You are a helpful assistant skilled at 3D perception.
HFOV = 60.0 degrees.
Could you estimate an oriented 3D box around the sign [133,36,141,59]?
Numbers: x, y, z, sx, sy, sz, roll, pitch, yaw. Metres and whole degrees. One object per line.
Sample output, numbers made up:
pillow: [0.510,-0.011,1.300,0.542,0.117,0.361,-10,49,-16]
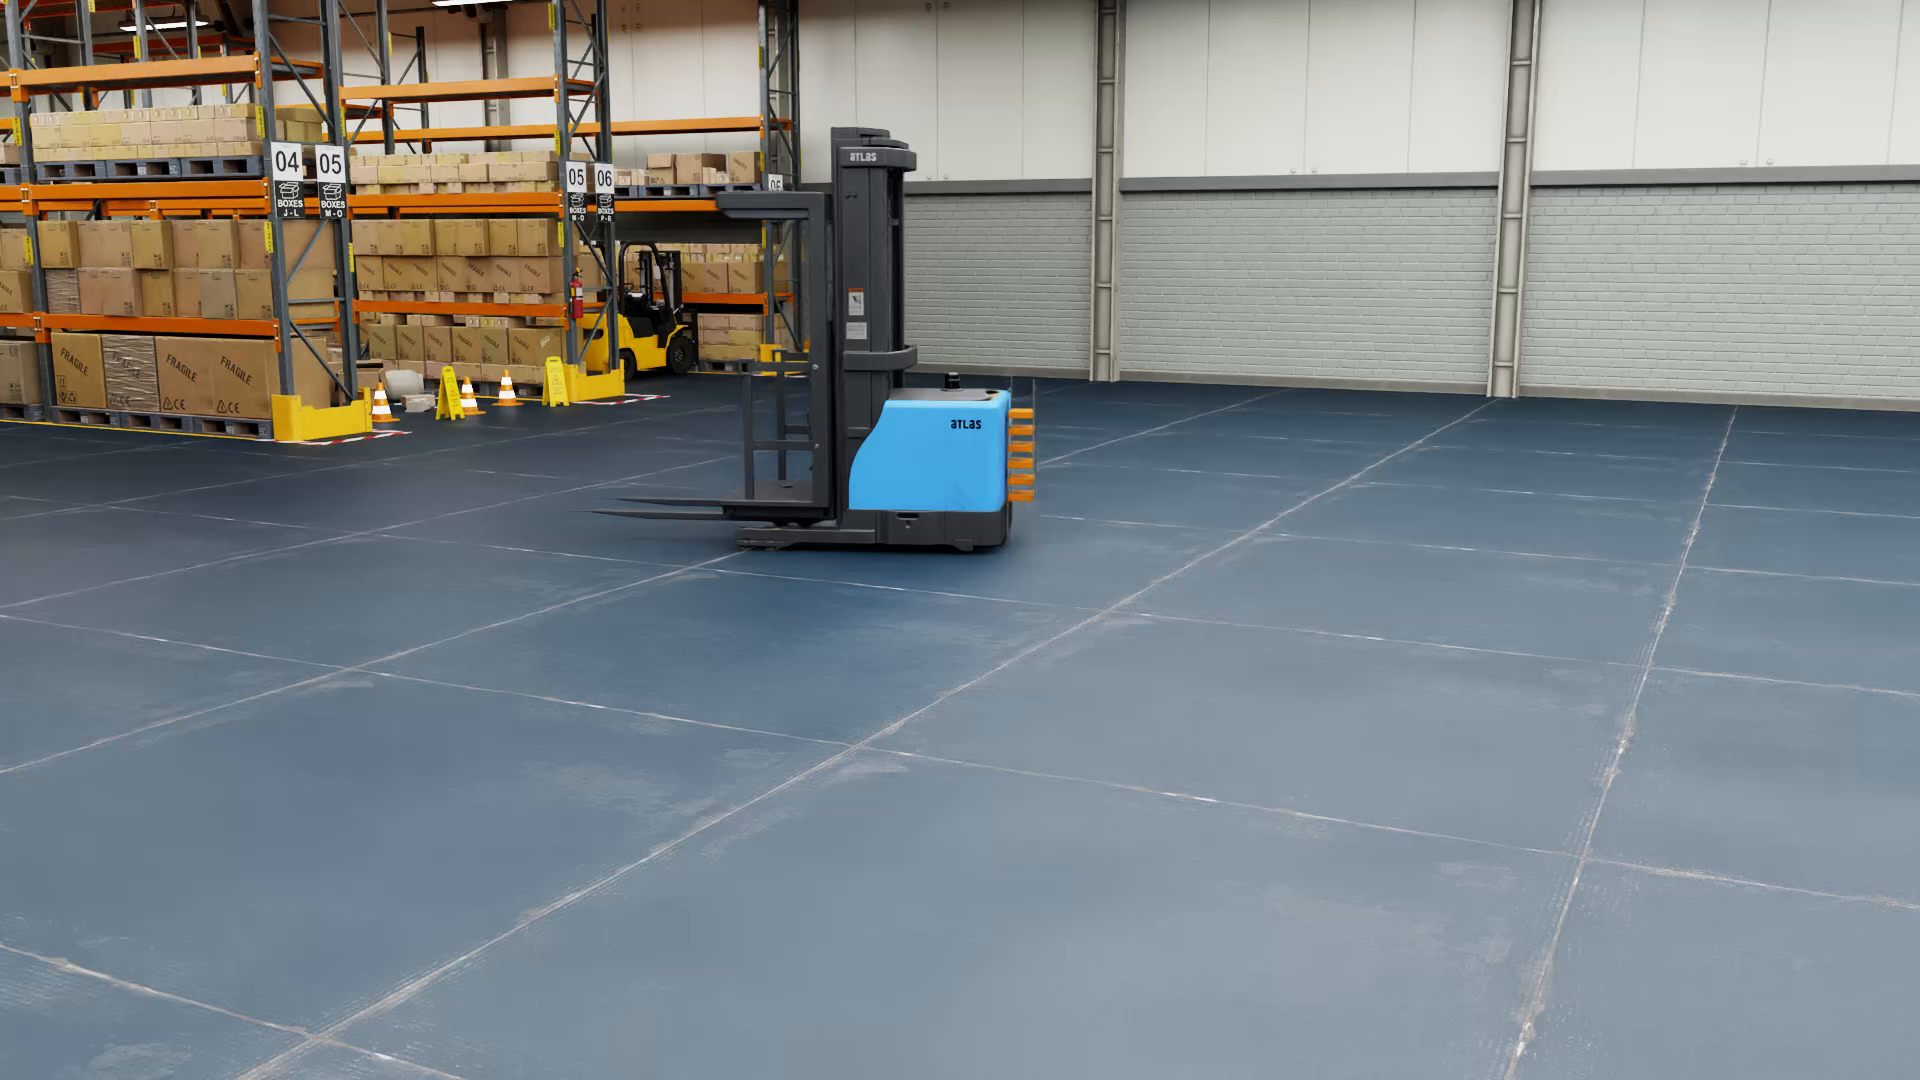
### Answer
sign: [-12.500,-7.486,25.259,0.005,0.325,0.100,5,11,26]

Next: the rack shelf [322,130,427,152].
rack shelf: [-11.858,-7.437,31.199,4.000,0.370,1.077,5,11,26]

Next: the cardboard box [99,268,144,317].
cardboard box: [-9.498,-2.917,19.506,0.550,0.550,0.875,5,11,26]

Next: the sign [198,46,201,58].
sign: [-12.026,-7.624,26.240,0.005,0.325,0.100,5,11,26]

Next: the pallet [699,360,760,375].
pallet: [-3.595,-2.930,27.824,1.213,0.211,1.003,5,11,26]

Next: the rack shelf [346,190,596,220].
rack shelf: [-6.877,-4.735,23.566,4.000,0.370,1.077,5,11,26]

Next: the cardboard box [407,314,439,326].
cardboard box: [-7.713,-3.163,23.898,0.250,0.149,0.380,6,12,28]

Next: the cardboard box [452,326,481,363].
cardboard box: [-6.836,-2.781,23.608,0.500,0.500,0.500,5,11,24]

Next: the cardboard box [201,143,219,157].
cardboard box: [-8.087,-4.277,18.262,0.250,0.149,0.380,5,11,27]

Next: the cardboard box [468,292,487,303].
cardboard box: [-6.691,-3.416,23.390,0.250,0.149,0.380,5,11,25]

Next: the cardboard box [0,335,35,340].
cardboard box: [-12.230,-2.183,21.005,0.750,0.750,1.050,5,11,26]

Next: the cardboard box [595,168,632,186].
cardboard box: [-5.839,-6.147,28.139,0.500,0.311,0.500,5,12,27]

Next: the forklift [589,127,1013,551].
forklift: [-1.163,-1.456,12.045,3.031,2.935,1.130,1,10,7]

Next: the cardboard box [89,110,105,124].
cardboard box: [-9.679,-4.809,18.965,0.250,0.149,0.380,5,11,26]

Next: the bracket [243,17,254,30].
bracket: [-13.662,-10.026,32.254,0.430,0.232,0.235,5,11,26]

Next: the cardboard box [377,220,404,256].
cardboard box: [-7.923,-4.345,23.891,0.500,0.500,0.700,5,11,26]

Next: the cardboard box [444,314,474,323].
cardboard box: [-8.922,-3.815,30.376,0.625,0.625,0.875,5,12,28]

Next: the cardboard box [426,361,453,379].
cardboard box: [-7.300,-2.453,23.901,0.500,0.250,0.500,5,11,25]

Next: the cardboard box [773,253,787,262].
cardboard box: [-3.080,-4.685,27.590,0.250,0.149,0.380,5,11,24]

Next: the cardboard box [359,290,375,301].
cardboard box: [-8.530,-3.571,24.242,0.250,0.149,0.380,5,11,26]

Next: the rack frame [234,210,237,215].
rack frame: [-13.652,-5.194,32.505,0.127,3.000,1.000,5,11,26]

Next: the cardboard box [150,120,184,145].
cardboard box: [-8.643,-4.534,18.564,0.500,0.250,0.500,5,11,25]

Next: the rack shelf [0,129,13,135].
rack shelf: [-17.638,-6.960,28.559,4.000,0.370,1.077,5,11,26]

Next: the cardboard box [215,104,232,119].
cardboard box: [-7.858,-4.649,18.081,0.250,0.149,0.380,5,11,26]

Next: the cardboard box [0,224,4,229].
cardboard box: [-16.262,-5.235,27.820,0.250,0.149,0.380,5,11,25]

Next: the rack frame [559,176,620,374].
rack frame: [-5.083,-3.455,22.898,0.127,3.000,1.000,5,11,26]

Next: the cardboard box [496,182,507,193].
cardboard box: [-6.185,-4.862,22.956,0.250,0.149,0.380,5,11,26]

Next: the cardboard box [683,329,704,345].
cardboard box: [-4.382,-3.415,27.813,0.500,0.250,0.500,5,11,25]

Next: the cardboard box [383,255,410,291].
cardboard box: [-7.939,-3.851,23.969,0.500,0.500,0.500,5,11,26]

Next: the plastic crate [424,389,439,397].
plastic crate: [-7.625,-2.079,23.493,0.583,0.080,0.402,1,10,6]

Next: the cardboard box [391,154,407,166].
cardboard box: [-7.830,-5.375,23.550,0.250,0.149,0.380,5,11,25]

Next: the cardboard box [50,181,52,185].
cardboard box: [-14.865,-5.813,26.979,0.250,0.166,0.380,4,11,22]

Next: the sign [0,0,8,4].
sign: [-10.999,-6.335,19.119,0.005,0.325,0.100,5,11,26]

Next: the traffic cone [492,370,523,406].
traffic cone: [-6.040,-2.035,22.173,0.334,0.463,0.336,5,11,26]

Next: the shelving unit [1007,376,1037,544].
shelving unit: [0.449,-0.582,12.076,0.189,1.200,0.258,1,10,7]

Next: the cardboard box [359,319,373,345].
cardboard box: [-10.983,-3.895,31.170,0.500,0.500,0.500,5,11,25]

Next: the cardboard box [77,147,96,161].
cardboard box: [-9.913,-4.437,19.148,0.250,0.149,0.380,5,11,25]

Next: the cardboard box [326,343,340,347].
cardboard box: [-9.788,-2.781,25.373,0.625,0.372,0.950,6,12,29]

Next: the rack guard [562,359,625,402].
rack guard: [-5.151,-2.231,23.154,0.348,0.500,1.175,5,11,26]

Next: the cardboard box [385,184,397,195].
cardboard box: [-8.018,-5.028,23.869,0.250,0.149,0.380,5,11,26]

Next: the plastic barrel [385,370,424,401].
plastic barrel: [-7.605,-2.108,22.691,0.512,0.421,0.421,-4,11,-23]

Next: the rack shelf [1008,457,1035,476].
rack shelf: [0.449,-0.538,12.084,0.180,0.103,0.258,1,10,7]

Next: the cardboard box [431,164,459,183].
cardboard box: [-7.033,-5.120,23.263,0.500,0.250,0.500,5,11,26]

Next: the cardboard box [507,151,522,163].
cardboard box: [-5.968,-5.223,22.710,0.250,0.149,0.380,5,11,25]

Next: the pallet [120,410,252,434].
pallet: [-9.024,-1.431,19.546,1.213,0.211,1.003,5,11,26]

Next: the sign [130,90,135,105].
sign: [-16.975,-9.086,34.096,0.005,0.325,0.100,5,11,26]

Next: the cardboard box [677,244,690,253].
cardboard box: [-4.494,-4.842,27.624,0.250,0.149,0.380,5,12,27]

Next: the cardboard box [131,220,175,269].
cardboard box: [-9.007,-3.413,19.210,0.500,0.550,0.875,5,11,26]

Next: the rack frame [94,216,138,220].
rack frame: [-17.239,-5.509,34.246,0.127,3.000,1.000,5,11,26]

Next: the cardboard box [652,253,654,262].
cardboard box: [-5.173,-4.759,28.001,0.250,0.149,0.380,5,11,24]

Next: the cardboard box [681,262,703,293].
cardboard box: [-4.369,-4.377,27.711,0.500,0.500,0.500,5,11,25]
